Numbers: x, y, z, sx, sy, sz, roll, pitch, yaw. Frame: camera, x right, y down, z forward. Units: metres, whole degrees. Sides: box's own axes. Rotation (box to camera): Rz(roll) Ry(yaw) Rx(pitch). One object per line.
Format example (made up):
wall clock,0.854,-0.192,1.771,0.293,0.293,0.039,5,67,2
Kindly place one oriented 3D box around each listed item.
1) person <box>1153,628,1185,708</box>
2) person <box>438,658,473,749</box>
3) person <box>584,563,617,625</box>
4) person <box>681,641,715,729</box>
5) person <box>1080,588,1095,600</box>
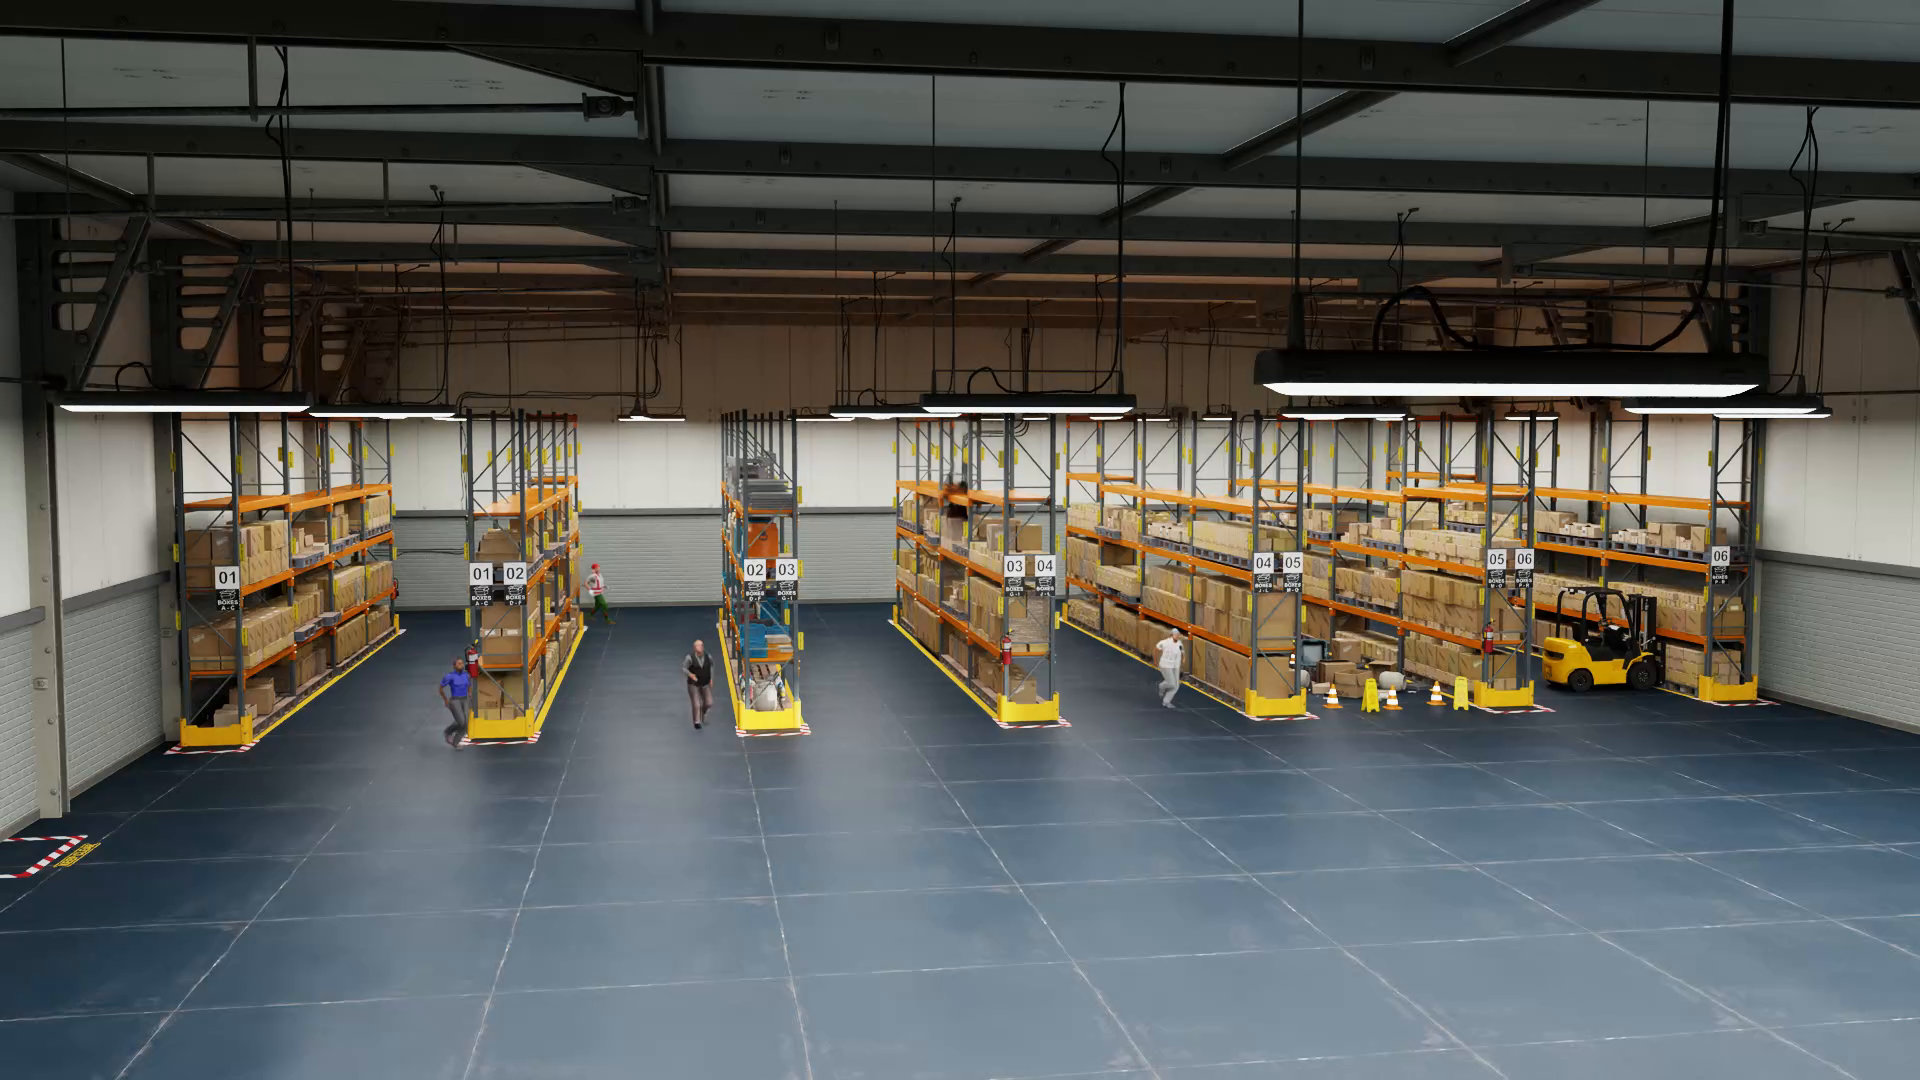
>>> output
person,4.271,2.590,33.575,0.645,1.619,0.623,-2,4,-27
person,-8.803,2.882,29.265,0.544,1.611,0.574,3,5,38
person,-10.255,1.535,47.176,0.981,1.764,0.716,1,4,13
person,-4.861,2.717,31.114,0.679,1.675,0.608,-2,4,-24
person,3.891,1.375,50.029,0.583,1.724,0.745,4,5,43
